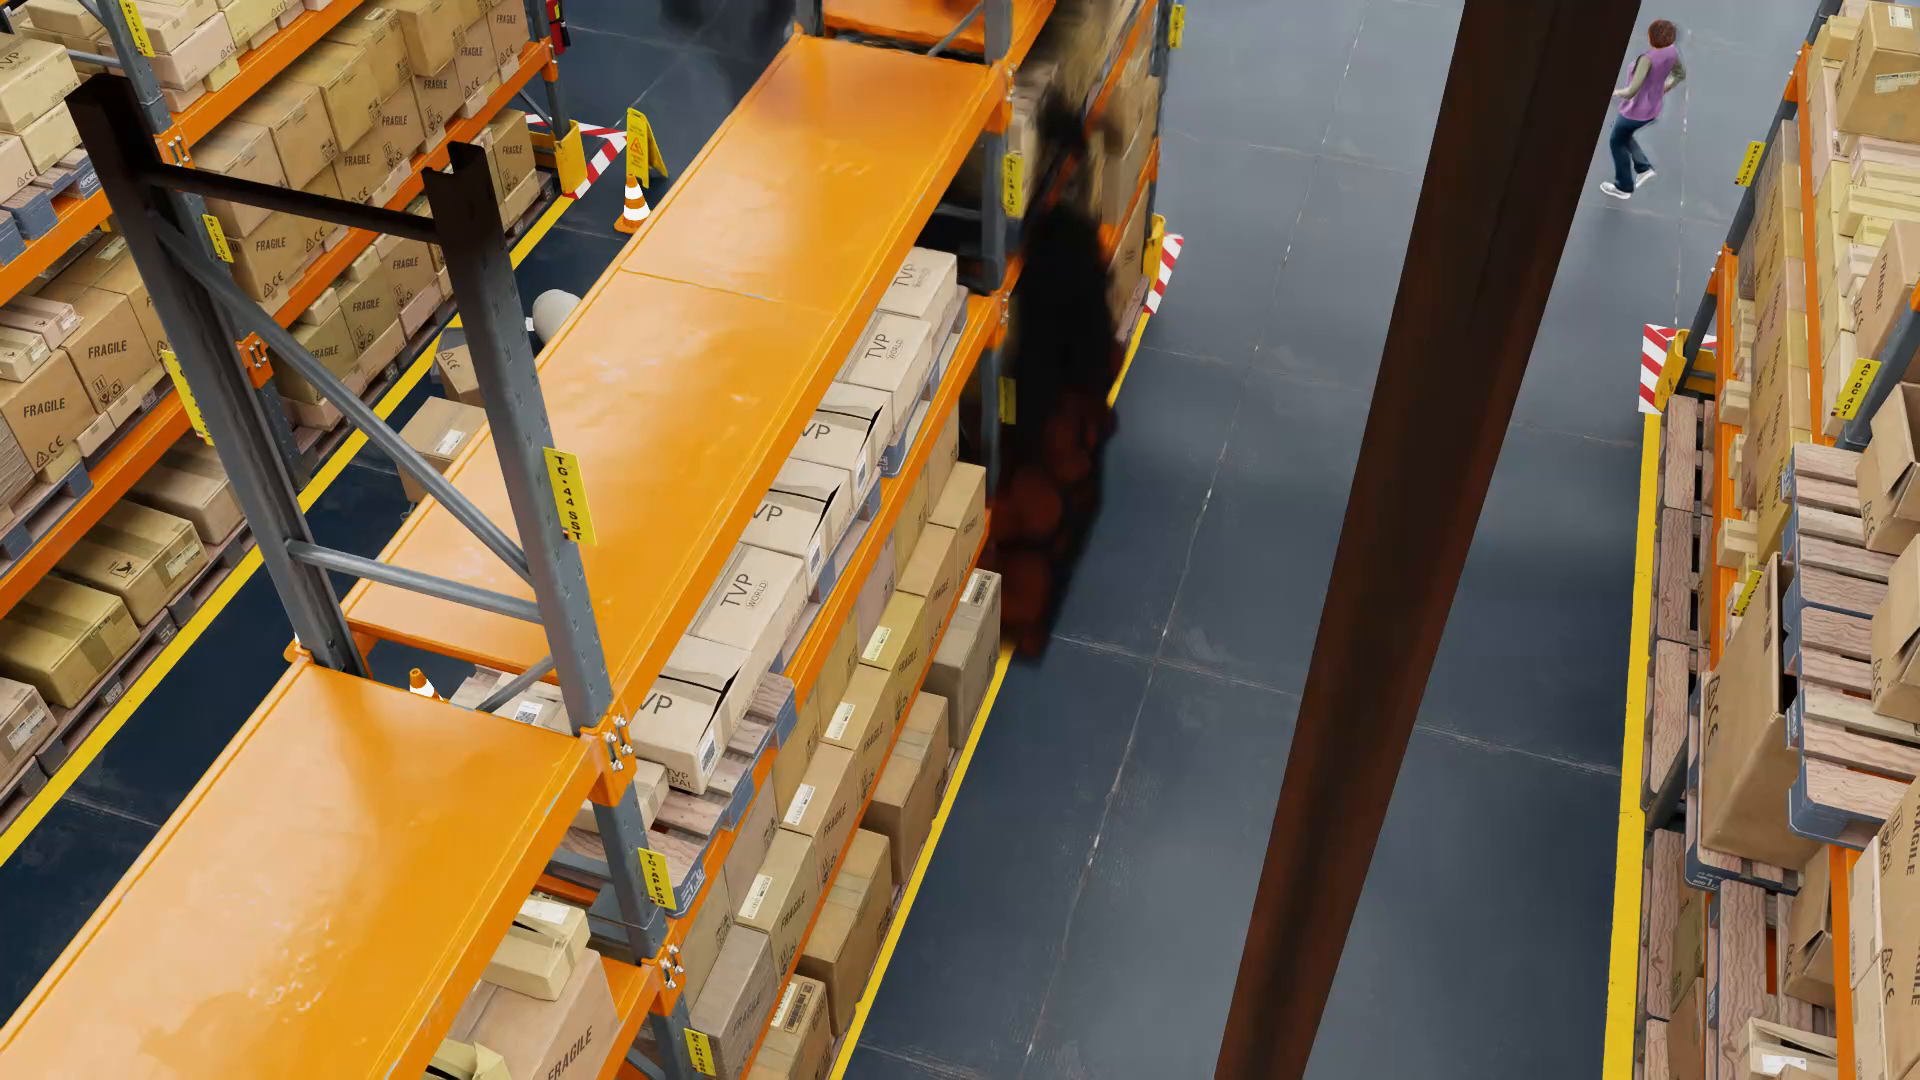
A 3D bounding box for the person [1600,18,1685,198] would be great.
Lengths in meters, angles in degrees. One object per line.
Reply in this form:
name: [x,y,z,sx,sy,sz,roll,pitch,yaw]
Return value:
person: [5.439,-3.464,13.383,0.551,1.569,0.497,-28,52,-25]
